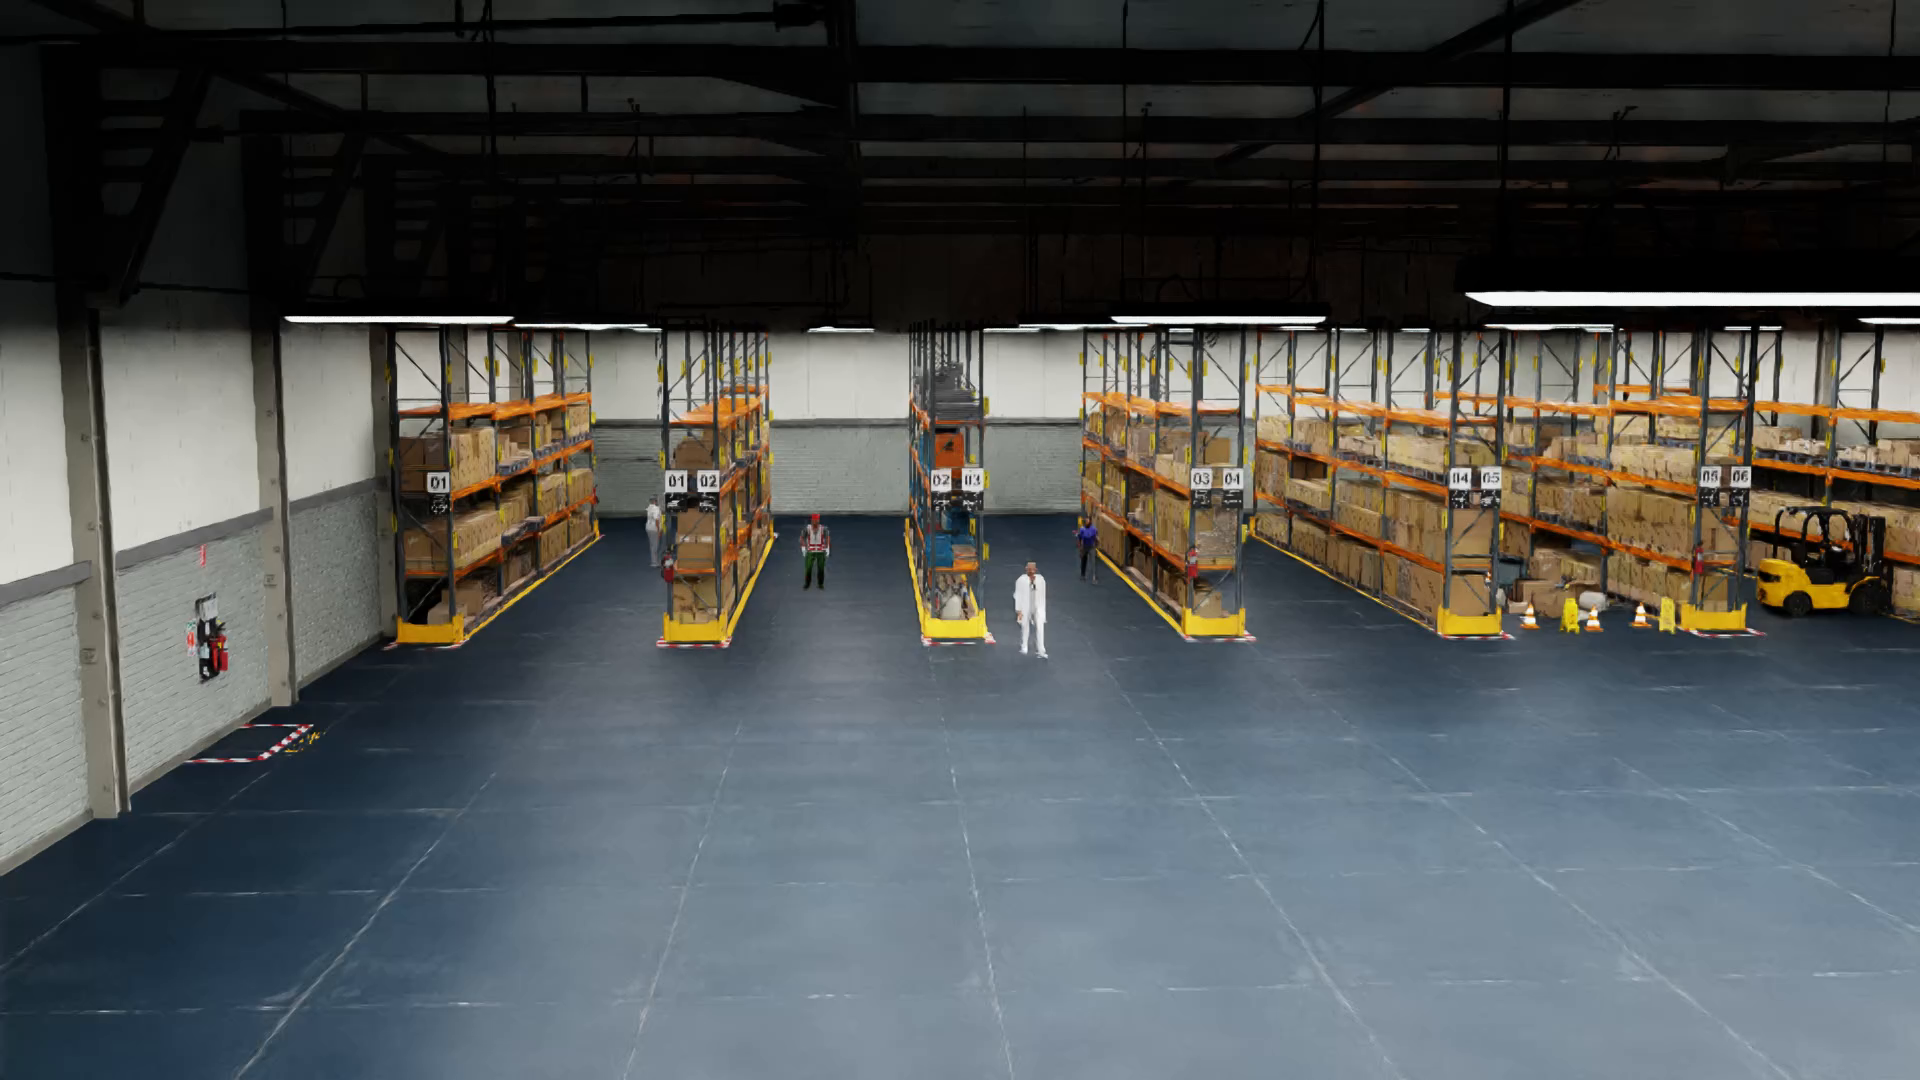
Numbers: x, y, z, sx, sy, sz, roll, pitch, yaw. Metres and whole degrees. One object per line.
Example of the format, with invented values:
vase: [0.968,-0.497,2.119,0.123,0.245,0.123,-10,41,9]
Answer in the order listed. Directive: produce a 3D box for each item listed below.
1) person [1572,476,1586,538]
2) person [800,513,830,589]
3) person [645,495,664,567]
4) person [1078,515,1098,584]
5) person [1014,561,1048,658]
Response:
person: [17.381,-0.917,46.618,0.632,1.766,0.754,0,7,-2]
person: [-3.255,0.248,37.437,0.677,1.742,0.552,-1,7,-4]
person: [-7.527,-0.242,41.170,0.476,1.759,0.593,-4,8,-32]
person: [2.935,0.201,38.290,0.447,1.574,1.088,0,7,-1]
person: [1.260,1.216,29.523,0.599,1.695,1.187,-1,7,-6]
